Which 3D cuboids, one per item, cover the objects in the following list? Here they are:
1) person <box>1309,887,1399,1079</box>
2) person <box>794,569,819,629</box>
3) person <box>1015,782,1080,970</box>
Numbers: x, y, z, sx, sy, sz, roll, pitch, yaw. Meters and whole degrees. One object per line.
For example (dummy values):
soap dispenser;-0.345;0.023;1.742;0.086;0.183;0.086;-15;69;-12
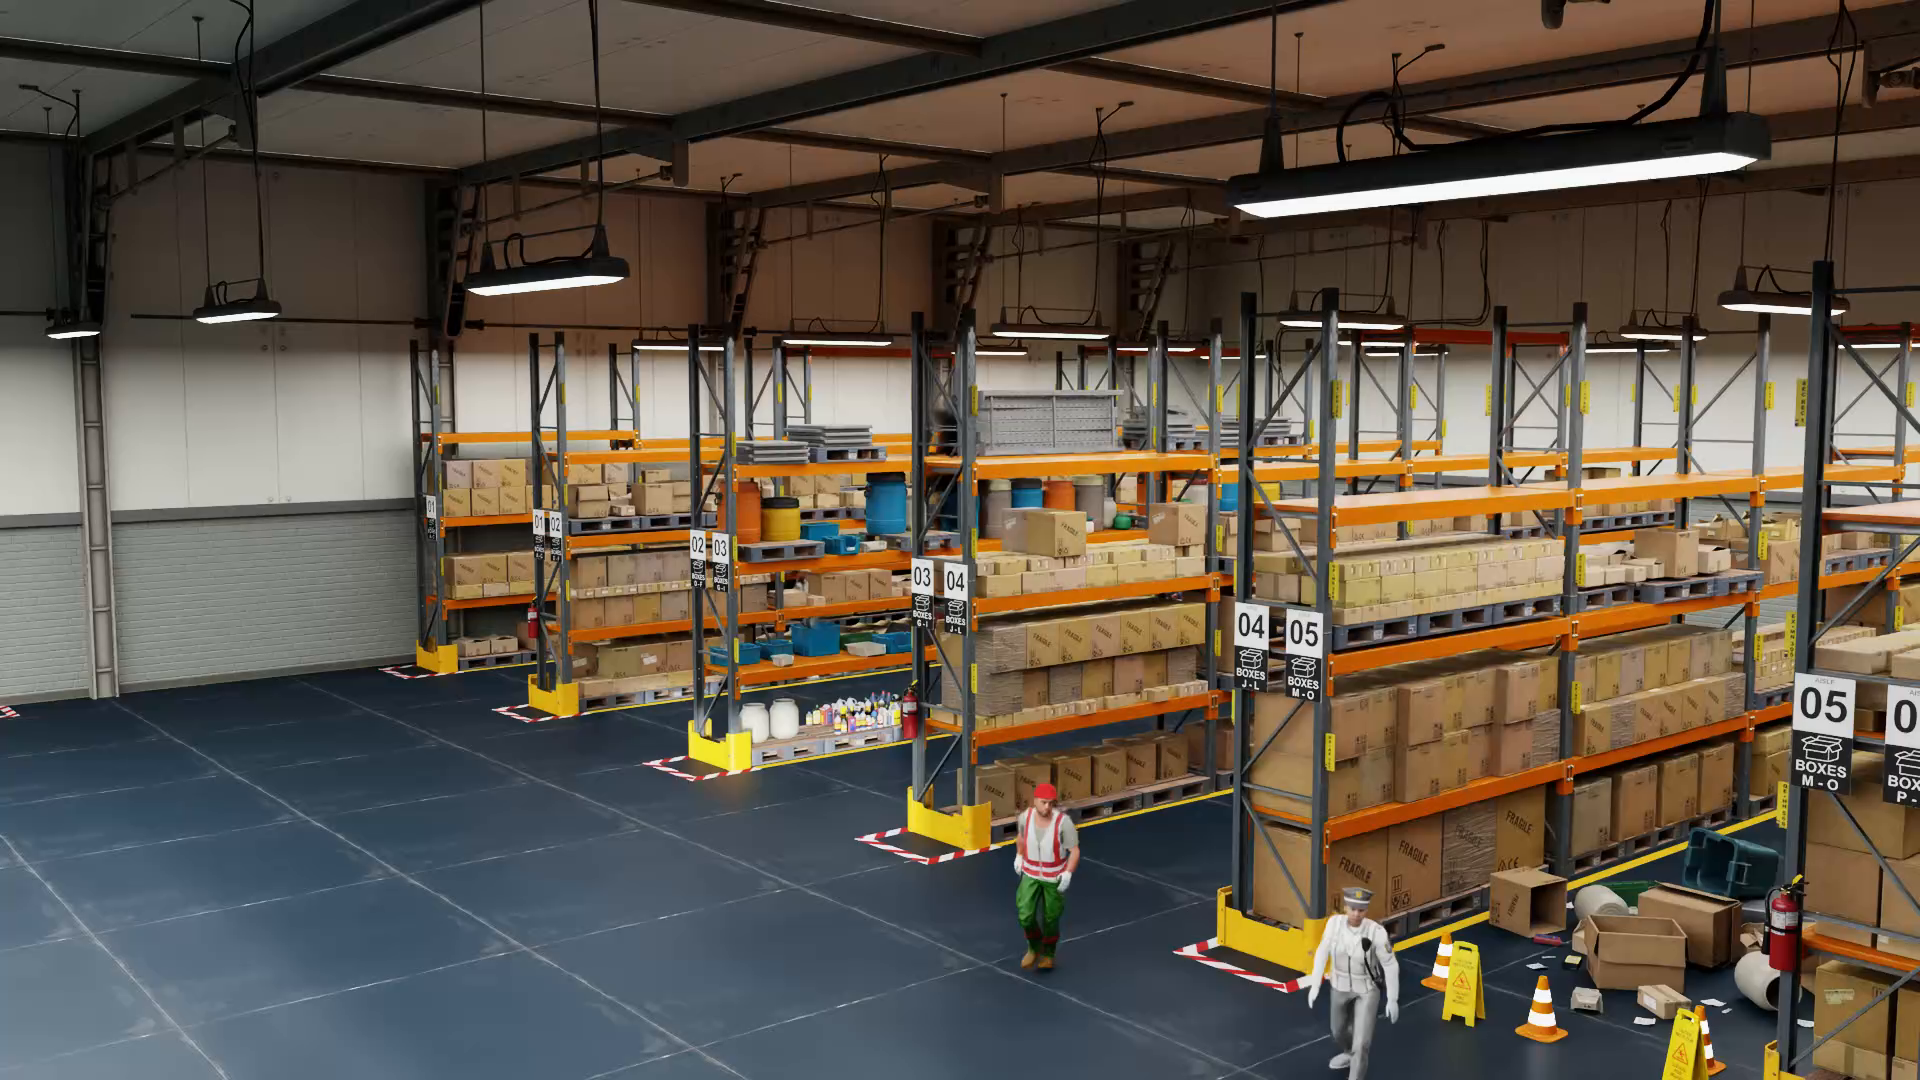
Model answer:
person;2.918;3.250;12.123;0.641;1.604;0.822;3;6;27
person;-2.991;1.295;32.914;0.650;1.664;0.747;3;6;33
person;0.728;2.949;14.470;0.654;1.726;0.780;1;5;14
